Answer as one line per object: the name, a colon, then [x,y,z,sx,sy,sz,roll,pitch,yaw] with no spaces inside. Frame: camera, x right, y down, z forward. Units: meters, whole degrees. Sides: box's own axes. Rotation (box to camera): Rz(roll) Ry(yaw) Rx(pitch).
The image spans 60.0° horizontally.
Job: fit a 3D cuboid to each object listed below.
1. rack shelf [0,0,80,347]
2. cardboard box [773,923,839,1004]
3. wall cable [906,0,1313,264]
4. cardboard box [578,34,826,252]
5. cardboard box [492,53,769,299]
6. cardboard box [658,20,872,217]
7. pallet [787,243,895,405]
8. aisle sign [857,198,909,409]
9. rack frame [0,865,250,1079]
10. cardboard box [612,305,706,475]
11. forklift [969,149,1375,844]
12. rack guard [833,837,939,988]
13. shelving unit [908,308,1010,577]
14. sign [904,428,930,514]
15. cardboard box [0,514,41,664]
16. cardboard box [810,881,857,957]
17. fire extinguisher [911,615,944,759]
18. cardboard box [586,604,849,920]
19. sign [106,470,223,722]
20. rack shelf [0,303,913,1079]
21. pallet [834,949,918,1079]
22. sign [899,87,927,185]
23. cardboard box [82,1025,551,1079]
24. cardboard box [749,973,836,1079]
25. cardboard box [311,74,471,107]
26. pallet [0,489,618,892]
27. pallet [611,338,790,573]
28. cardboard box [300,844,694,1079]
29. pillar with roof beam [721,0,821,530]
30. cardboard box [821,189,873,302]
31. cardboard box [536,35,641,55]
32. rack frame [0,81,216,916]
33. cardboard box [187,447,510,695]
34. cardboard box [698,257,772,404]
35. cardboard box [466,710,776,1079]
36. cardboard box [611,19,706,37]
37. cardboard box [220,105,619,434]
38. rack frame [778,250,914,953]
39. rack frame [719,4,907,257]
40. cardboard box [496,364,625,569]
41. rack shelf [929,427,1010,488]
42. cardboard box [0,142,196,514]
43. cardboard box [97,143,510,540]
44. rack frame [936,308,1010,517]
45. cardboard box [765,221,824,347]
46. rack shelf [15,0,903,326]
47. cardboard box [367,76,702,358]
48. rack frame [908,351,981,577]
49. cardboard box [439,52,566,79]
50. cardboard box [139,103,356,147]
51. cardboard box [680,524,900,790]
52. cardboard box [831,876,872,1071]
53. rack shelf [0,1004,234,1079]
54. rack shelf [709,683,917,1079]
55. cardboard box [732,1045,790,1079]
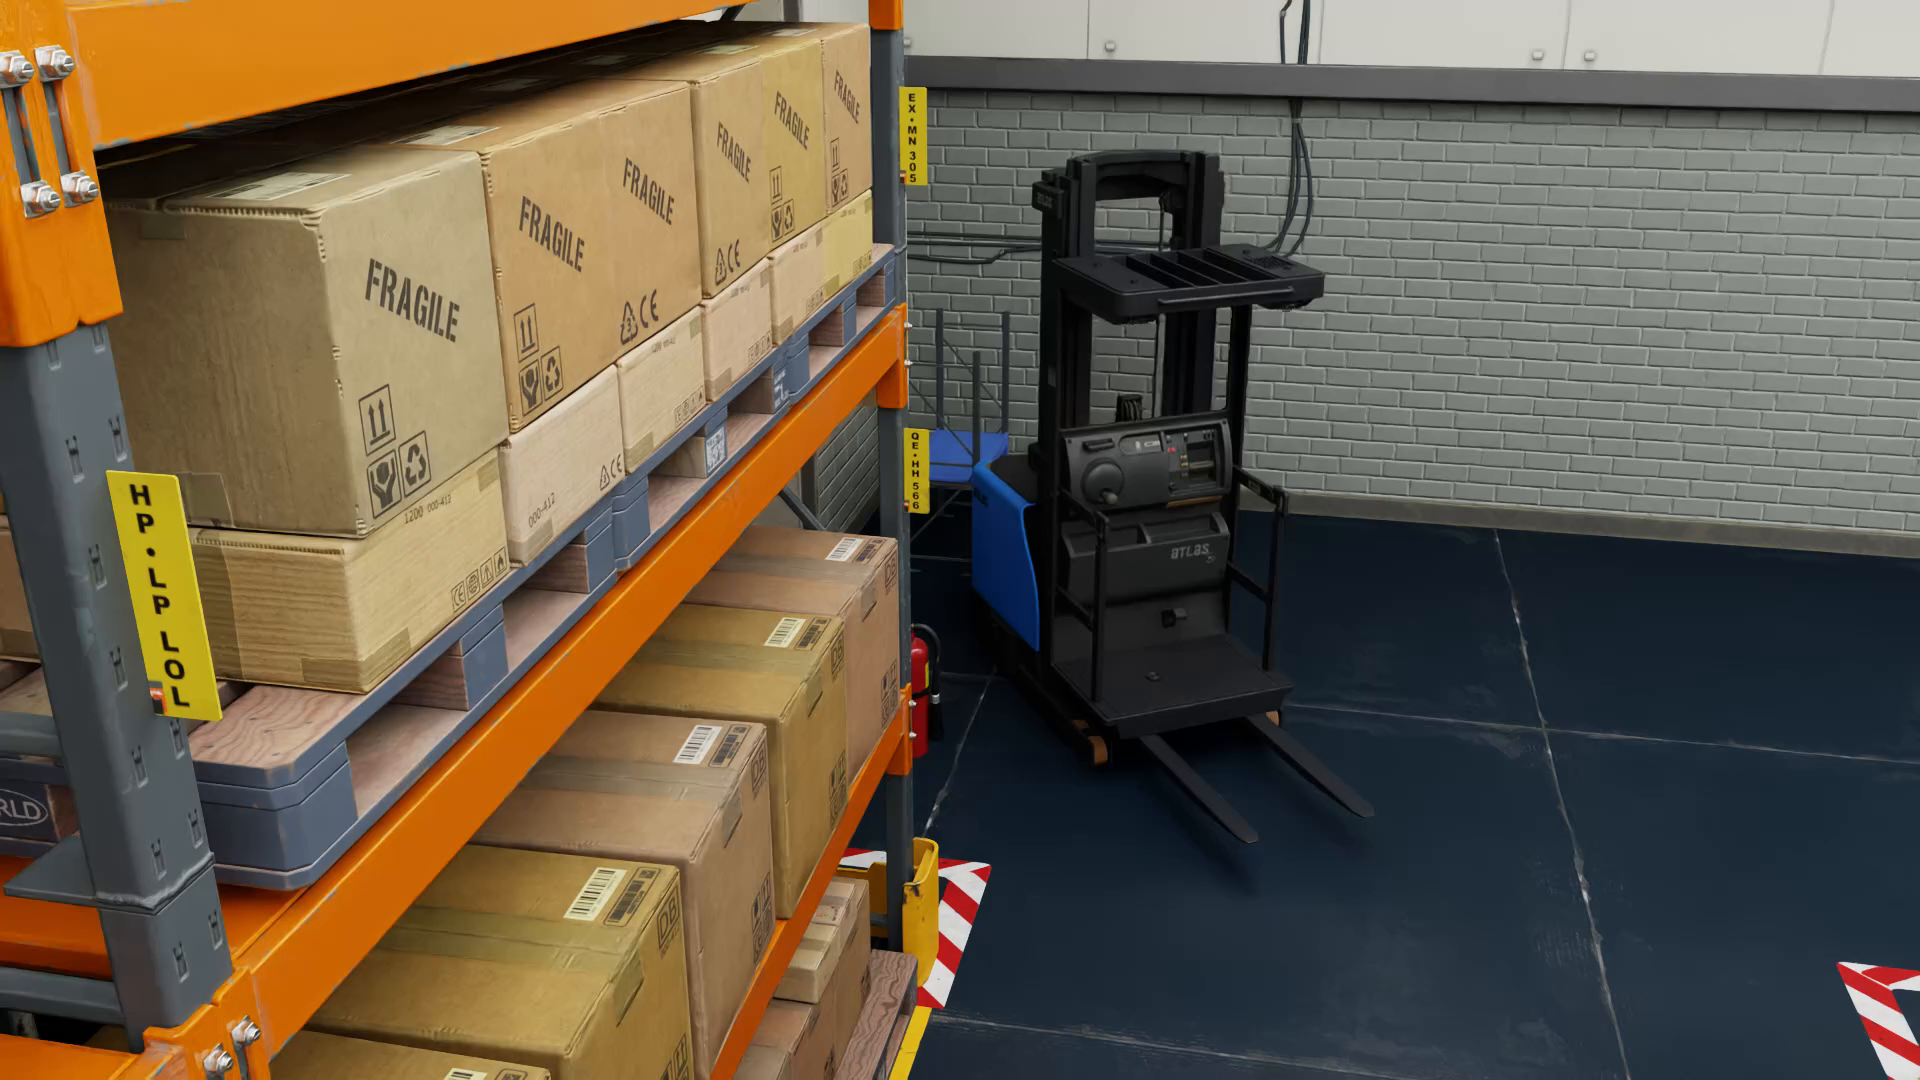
rack shelf: [-1.915,0.279,0.113,1.077,0.370,4.000,4,22,11]
cardboard box: [-0.635,1.430,5.703,0.380,0.149,0.250,5,22,12]
wall cable: [0.814,-3.035,11.001,3.097,2.526,0.112,4,22,11]
cardboard box: [-0.685,-1.092,4.535,0.500,0.500,0.500,5,23,13]
cardboard box: [-0.784,-0.900,4.060,0.500,0.500,0.500,3,22,9]
cardboard box: [-0.573,-1.274,4.987,0.500,0.500,0.500,4,22,11]
pallet: [-0.831,-0.730,5.254,1.003,0.211,1.213,4,22,11]
aisle sign: [-0.382,-0.861,5.996,0.394,0.787,0.004,4,22,11]
rack frame: [-1.507,1.811,2.841,1.000,3.000,0.127,4,22,11]
cardboard box: [-0.892,-0.358,3.716,0.500,0.250,0.500,4,22,9]
forklift: [1.053,-0.375,8.361,1.130,2.935,3.031,-8,23,-19]
rack guard: [-0.685,1.499,6.962,1.175,0.500,0.348,4,22,11]
shelving unit: [-0.017,-0.665,10.996,0.538,1.500,1.048,4,22,11]
sign: [-0.162,-0.252,6.097,0.100,0.325,0.005,4,22,11]
cardboard box: [-1.596,-0.020,2.877,0.500,0.250,0.500,5,22,11]
cardboard box: [-0.583,1.337,5.935,0.380,0.149,0.250,4,22,10]
fire extinguisher: [-0.208,0.537,6.607,0.296,0.674,0.183,4,22,11]
cardboard box: [-0.922,0.663,5.289,0.980,0.700,0.700,4,22,10]
sign: [-0.973,0.072,2.031,0.100,0.325,0.005,4,22,11]
rack shelf: [-1.098,0.022,4.231,1.077,0.370,4.000,4,22,11]
pallet: [-0.777,1.940,6.253,1.003,0.211,1.213,4,22,11]
sign: [-0.162,-1.371,5.647,0.100,0.325,0.005,4,22,11]
cardboard box: [-1.380,1.475,3.274,0.980,0.700,0.700,5,22,12]
cardboard box: [-0.837,1.760,5.753,0.700,0.500,0.500,4,22,11]
cardboard box: [-1.402,-0.755,3.698,0.500,0.500,0.500,4,22,9]
pallet: [-1.329,0.163,3.038,1.003,0.211,1.213,4,22,11]
pallet: [-1.078,-0.282,4.143,1.003,0.211,1.213,4,22,11]
cardboard box: [-1.226,1.208,3.936,0.980,0.700,0.700,4,22,10]
pillar with roof beam: [3.228,-3.160,7.153,9.100,9.000,0.400,4,22,11]
cardboard box: [-0.580,-0.927,5.129,0.500,0.250,0.500,5,23,13]
cardboard box: [-1.191,-1.121,4.608,0.500,0.500,0.500,4,22,10]
rack frame: [-1.507,-0.971,1.720,1.000,3.000,0.127,4,22,11]
cardboard box: [-1.107,0.016,2.789,0.500,0.250,0.500,4,22,11]
cardboard box: [-0.786,-0.545,4.182,0.500,0.250,0.500,4,22,9]
cardboard box: [-1.087,0.942,4.599,0.980,0.700,0.700,3,22,8]
cardboard box: [-1.076,-1.314,5.086,0.500,0.500,0.500,4,22,9]
cardboard box: [-0.988,-0.527,3.134,0.500,0.500,0.500,4,22,10]
rack frame: [-0.690,0.348,6.473,1.000,3.000,0.127,4,22,11]
rack frame: [-0.690,-2.434,5.353,1.000,3.000,0.127,4,22,11]
cardboard box: [-0.990,-0.170,3.249,0.500,0.250,0.500,4,22,10]
rack shelf: [-0.017,-0.498,11.063,0.538,0.185,1.000,4,22,11]
cardboard box: [-1.592,-0.373,2.750,0.500,0.500,0.500,4,22,11]
cardboard box: [-1.087,-0.339,2.666,0.500,0.500,0.500,4,22,10]
rack frame: [0.086,-0.850,11.458,0.500,1.500,0.032,4,22,11]
cardboard box: [-0.685,-0.736,4.656,0.500,0.250,0.500,4,22,9]
rack shelf: [-1.098,-1.184,3.745,1.077,0.370,4.000,4,22,11]
cardboard box: [-0.892,-0.708,3.583,0.500,0.500,0.500,5,22,11]
rack frame: [-0.121,-0.479,10.534,0.500,1.500,0.032,4,22,11]
cardboard box: [-1.293,-0.937,4.150,0.500,0.500,0.500,4,22,11]
cardboard box: [-1.488,-0.562,3.219,0.500,0.500,0.500,4,22,9]
cardboard box: [-0.785,0.397,5.952,0.980,0.700,0.700,5,23,13]
cardboard box: [-0.735,1.577,6.207,0.700,0.500,0.500,4,22,11]
rack shelf: [-1.915,1.485,0.599,1.077,0.370,4.000,4,22,11]
rack shelf: [-1.098,1.414,4.791,1.077,0.370,4.000,4,22,11]
cardboard box: [-0.939,1.944,5.296,0.700,0.500,0.500,4,22,9]
